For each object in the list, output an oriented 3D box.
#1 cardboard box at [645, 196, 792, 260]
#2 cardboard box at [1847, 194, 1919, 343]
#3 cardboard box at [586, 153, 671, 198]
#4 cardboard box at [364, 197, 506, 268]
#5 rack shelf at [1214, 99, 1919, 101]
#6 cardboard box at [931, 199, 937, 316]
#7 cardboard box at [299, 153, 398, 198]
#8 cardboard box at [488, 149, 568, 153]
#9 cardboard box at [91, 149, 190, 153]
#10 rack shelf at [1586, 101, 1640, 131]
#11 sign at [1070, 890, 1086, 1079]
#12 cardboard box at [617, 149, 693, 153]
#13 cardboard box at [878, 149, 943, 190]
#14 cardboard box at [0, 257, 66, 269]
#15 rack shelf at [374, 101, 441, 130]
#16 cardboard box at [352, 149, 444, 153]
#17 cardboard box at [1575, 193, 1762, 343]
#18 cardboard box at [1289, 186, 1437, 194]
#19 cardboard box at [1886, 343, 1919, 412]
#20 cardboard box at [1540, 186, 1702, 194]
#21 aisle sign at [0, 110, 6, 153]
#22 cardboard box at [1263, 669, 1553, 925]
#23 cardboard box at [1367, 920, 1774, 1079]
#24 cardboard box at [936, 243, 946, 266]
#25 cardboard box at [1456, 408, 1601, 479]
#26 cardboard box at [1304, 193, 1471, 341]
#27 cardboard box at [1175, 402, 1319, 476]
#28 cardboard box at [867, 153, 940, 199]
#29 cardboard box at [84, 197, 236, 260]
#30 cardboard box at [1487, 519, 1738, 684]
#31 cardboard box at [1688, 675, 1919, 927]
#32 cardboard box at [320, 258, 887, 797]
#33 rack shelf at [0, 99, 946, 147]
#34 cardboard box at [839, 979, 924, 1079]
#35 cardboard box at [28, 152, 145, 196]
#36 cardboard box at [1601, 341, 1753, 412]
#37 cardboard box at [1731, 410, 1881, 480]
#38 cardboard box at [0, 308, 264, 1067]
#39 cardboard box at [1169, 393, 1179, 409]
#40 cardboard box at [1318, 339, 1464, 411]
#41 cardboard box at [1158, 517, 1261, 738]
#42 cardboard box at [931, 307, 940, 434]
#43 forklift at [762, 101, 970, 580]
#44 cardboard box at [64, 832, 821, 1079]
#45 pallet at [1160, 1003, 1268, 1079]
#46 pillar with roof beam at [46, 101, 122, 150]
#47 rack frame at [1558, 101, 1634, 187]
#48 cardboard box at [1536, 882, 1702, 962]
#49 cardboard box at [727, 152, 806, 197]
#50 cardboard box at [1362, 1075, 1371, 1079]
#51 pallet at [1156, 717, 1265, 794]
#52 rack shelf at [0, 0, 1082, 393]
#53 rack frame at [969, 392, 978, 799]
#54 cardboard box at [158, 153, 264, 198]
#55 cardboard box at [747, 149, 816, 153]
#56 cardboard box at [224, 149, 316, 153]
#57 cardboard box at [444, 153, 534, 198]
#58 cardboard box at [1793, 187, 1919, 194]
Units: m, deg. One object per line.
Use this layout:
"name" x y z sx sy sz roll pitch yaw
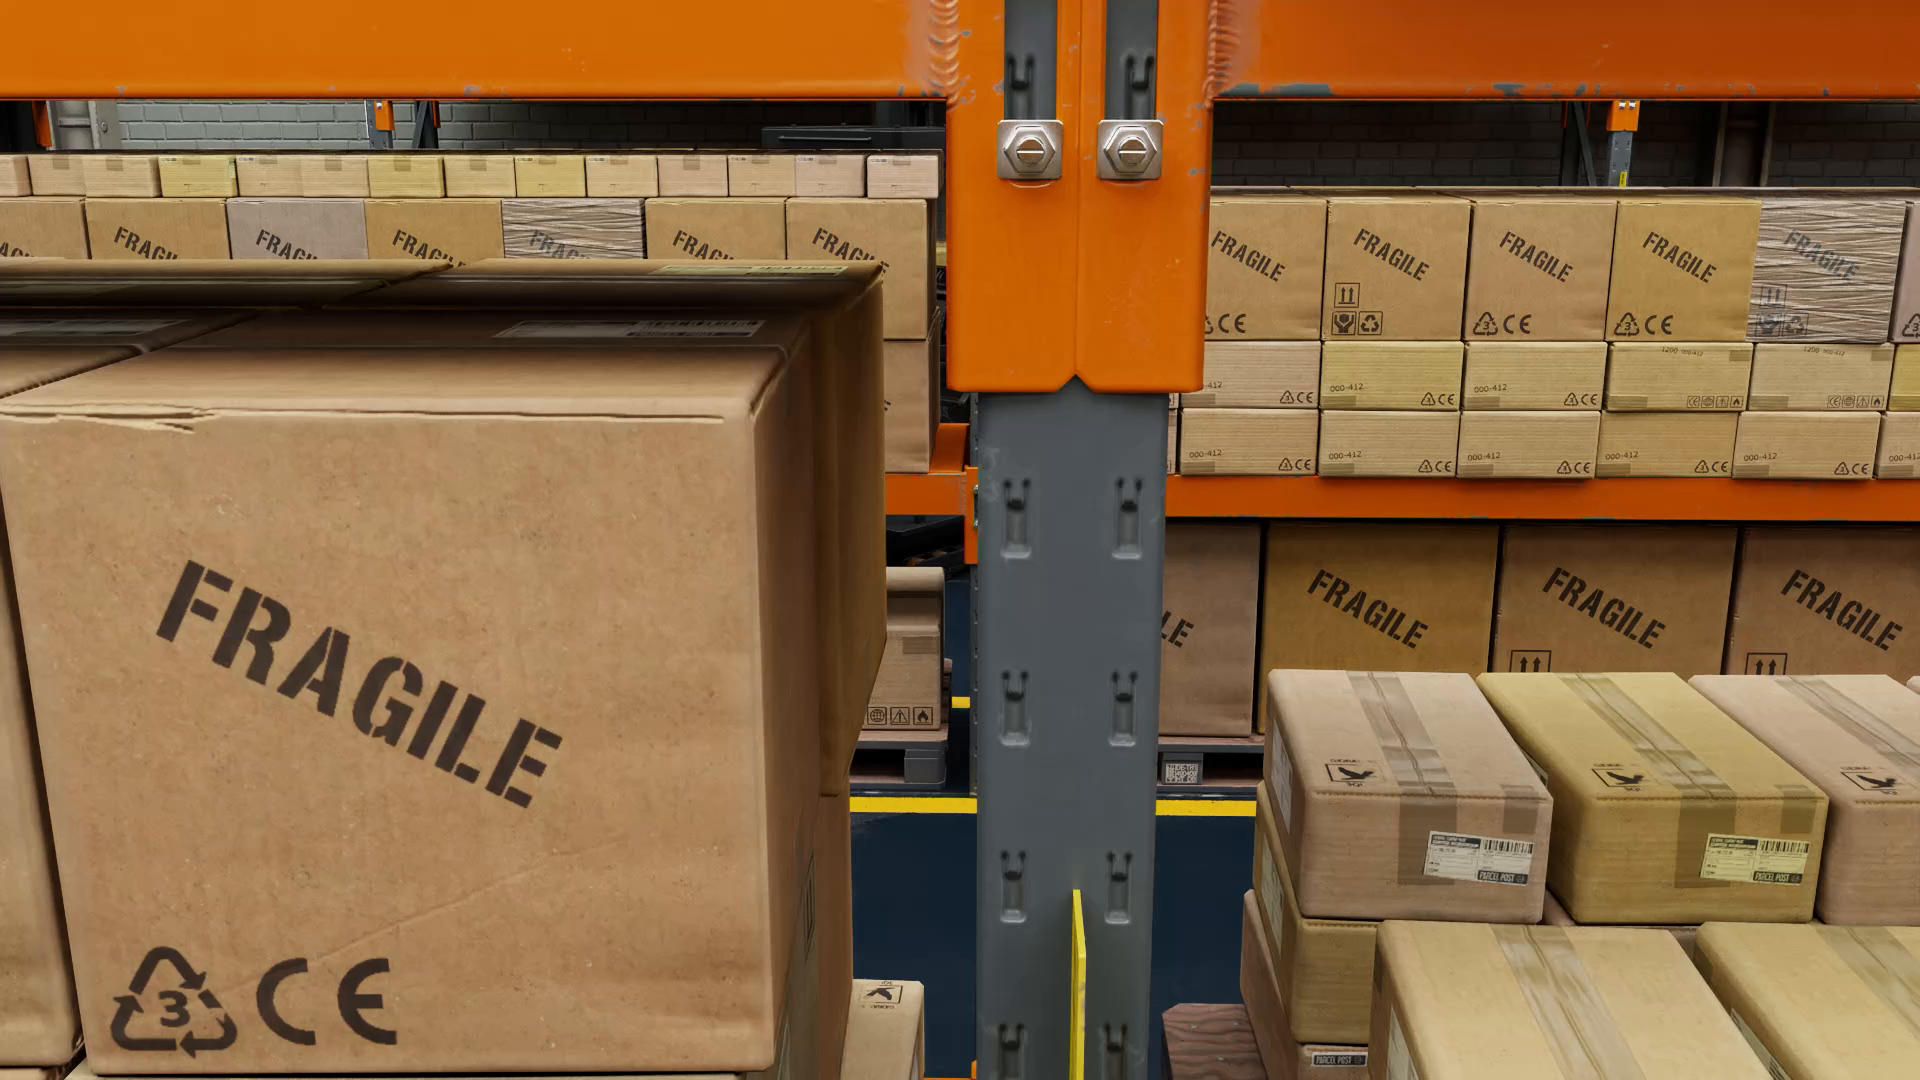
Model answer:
"cardboard box" -0.872 -1.036 6.230 0.500 0.500 0.500 0 15 1
"cardboard box" 3.588 -1.008 6.126 0.500 0.500 0.500 0 15 0
"cardboard box" -1.217 -1.355 6.169 0.250 0.149 0.380 0 15 1
"cardboard box" -1.883 -1.042 6.253 0.500 0.500 0.500 0 15 2
"rack shelf" 2.113 -1.655 6.265 4.000 0.370 1.077 0 15 1
"cardboard box" -0.357 -1.163 6.710 0.500 0.500 0.500 0 15 2
"cardboard box" -2.241 -1.352 6.158 0.250 0.149 0.380 1 15 2
"cardboard box" -1.718 -1.494 6.696 0.250 0.149 0.380 0 15 2
"cardboard box" -3.267 -1.491 6.682 0.250 0.149 0.380 1 15 2
"rack shelf" 6.234 -2.895 10.964 4.000 0.370 1.077 0 15 1
"sign" 0.082 0.417 1.182 0.005 0.325 0.100 0 15 1
"cardboard box" -1.221 -1.494 6.697 0.250 0.149 0.380 0 15 0
"cardboard box" -0.196 -1.480 6.640 0.250 0.149 0.380 0 15 1
"cardboard box" -1.378 -0.054 1.926 0.500 0.500 0.500 1 15 2
"rack shelf" -1.763 -2.947 11.161 4.000 0.370 1.077 0 15 1
"cardboard box" -2.244 -1.492 6.687 0.250 0.149 0.380 1 15 3
"cardboard box" 2.579 -1.014 6.149 0.500 0.500 0.500 0 15 1
"cardboard box" 1.590 -1.149 6.659 0.500 0.500 0.500 1 15 3
"cardboard box" 3.621 -0.647 6.228 0.500 0.250 0.500 0 15 1
"cardboard box" 2.612 -1.145 6.645 0.500 0.500 0.500 1 15 3
"aisle sign" -3.949 -1.928 6.673 0.004 0.787 0.394 0 15 1
"cardboard box" 0.494 0.281 1.899 0.250 0.149 0.380 1 15 4
"cardboard box" 0.470 0.448 1.266 0.250 0.149 0.380 1 15 4
"cardboard box" -0.279 -1.844 11.161 0.500 0.250 0.500 1 15 3
"cardboard box" 2.075 -0.407 6.297 0.500 0.250 0.500 0 15 1
"cardboard box" 1.556 -1.021 6.175 0.500 0.500 0.500 0 15 0
"cardboard box" 1.064 -0.420 6.347 0.500 0.250 0.500 0 15 0
"cardboard box" -0.203 -1.332 6.082 0.250 0.149 0.380 0 15 0
"cardboard box" -2.896 -1.046 6.270 0.500 0.500 0.500 0 15 0
"cardboard box" 2.532 0.252 6.847 0.875 0.875 0.875 1 15 2
"cardboard box" 1.021 0.284 1.885 0.250 0.149 0.380 0 15 0
"cardboard box" -0.357 -0.044 1.886 0.500 0.500 0.500 1 15 3
"rack shelf" -1.886 -1.681 6.363 4.000 0.370 1.077 0 15 1
"cardboard box" -0.187 0.733 2.173 0.250 0.149 0.380 1 15 3
"cardboard box" -3.274 -1.381 6.267 0.250 0.149 0.380 1 15 3
"cardboard box" 2.596 -0.648 6.230 0.500 0.250 0.500 0 15 0
"cardboard box" 3.089 -0.404 6.284 0.500 0.250 0.500 1 15 2
"cardboard box" -0.906 0.085 1.397 0.500 0.500 0.500 0 15 0
"cardboard box" 0.546 -0.660 6.277 0.500 0.250 0.500 0 15 0
"cardboard box" 1.572 -0.654 6.253 0.500 0.250 0.500 1 15 2
"cardboard box" 0.735 0.242 6.884 0.875 0.875 0.875 1 15 3
"cardboard box" -0.349 -0.684 6.857 0.500 0.500 0.500 1 15 3
"forklift" -0.417 -1.299 9.517 1.130 2.935 3.031 13 20 40
"cardboard box" -0.403 0.574 1.506 0.500 0.500 0.500 0 15 2
"pallet" 0.848 0.832 1.683 1.213 0.211 1.003 0 15 1
"pillar with roof beam" -6.545 -3.908 7.513 0.400 9.000 9.100 0 15 1
"rack frame" 4.235 -1.806 11.304 0.127 3.000 1.000 0 15 1
"cardboard box" 0.754 0.425 1.934 0.250 0.149 0.380 0 15 2
"cardboard box" -0.712 -1.366 6.209 0.250 0.149 0.380 0 15 1
"cardboard box" 0.470 0.592 1.304 0.250 0.149 0.380 1 15 2
"pallet" 0.887 0.768 7.014 1.213 0.211 1.003 0 15 1
"rack shelf" -1.911 -0.418 1.576 4.000 0.370 1.077 0 15 1
"rack frame" 0.113 -0.566 6.605 0.127 3.000 1.000 0 15 1
"cardboard box" -2.753 -1.353 6.160 0.250 0.149 0.380 0 15 0
"cardboard box" -0.709 -1.468 6.597 0.250 0.149 0.380 0 15 1
"cardboard box" -2.756 -1.498 6.711 0.250 0.149 0.380 1 15 3
"cardboard box" -1.725 -1.354 6.166 0.250 0.149 0.380 0 15 1
"cardboard box" 3.625 -1.137 6.614 0.500 0.500 0.500 0 15 0
